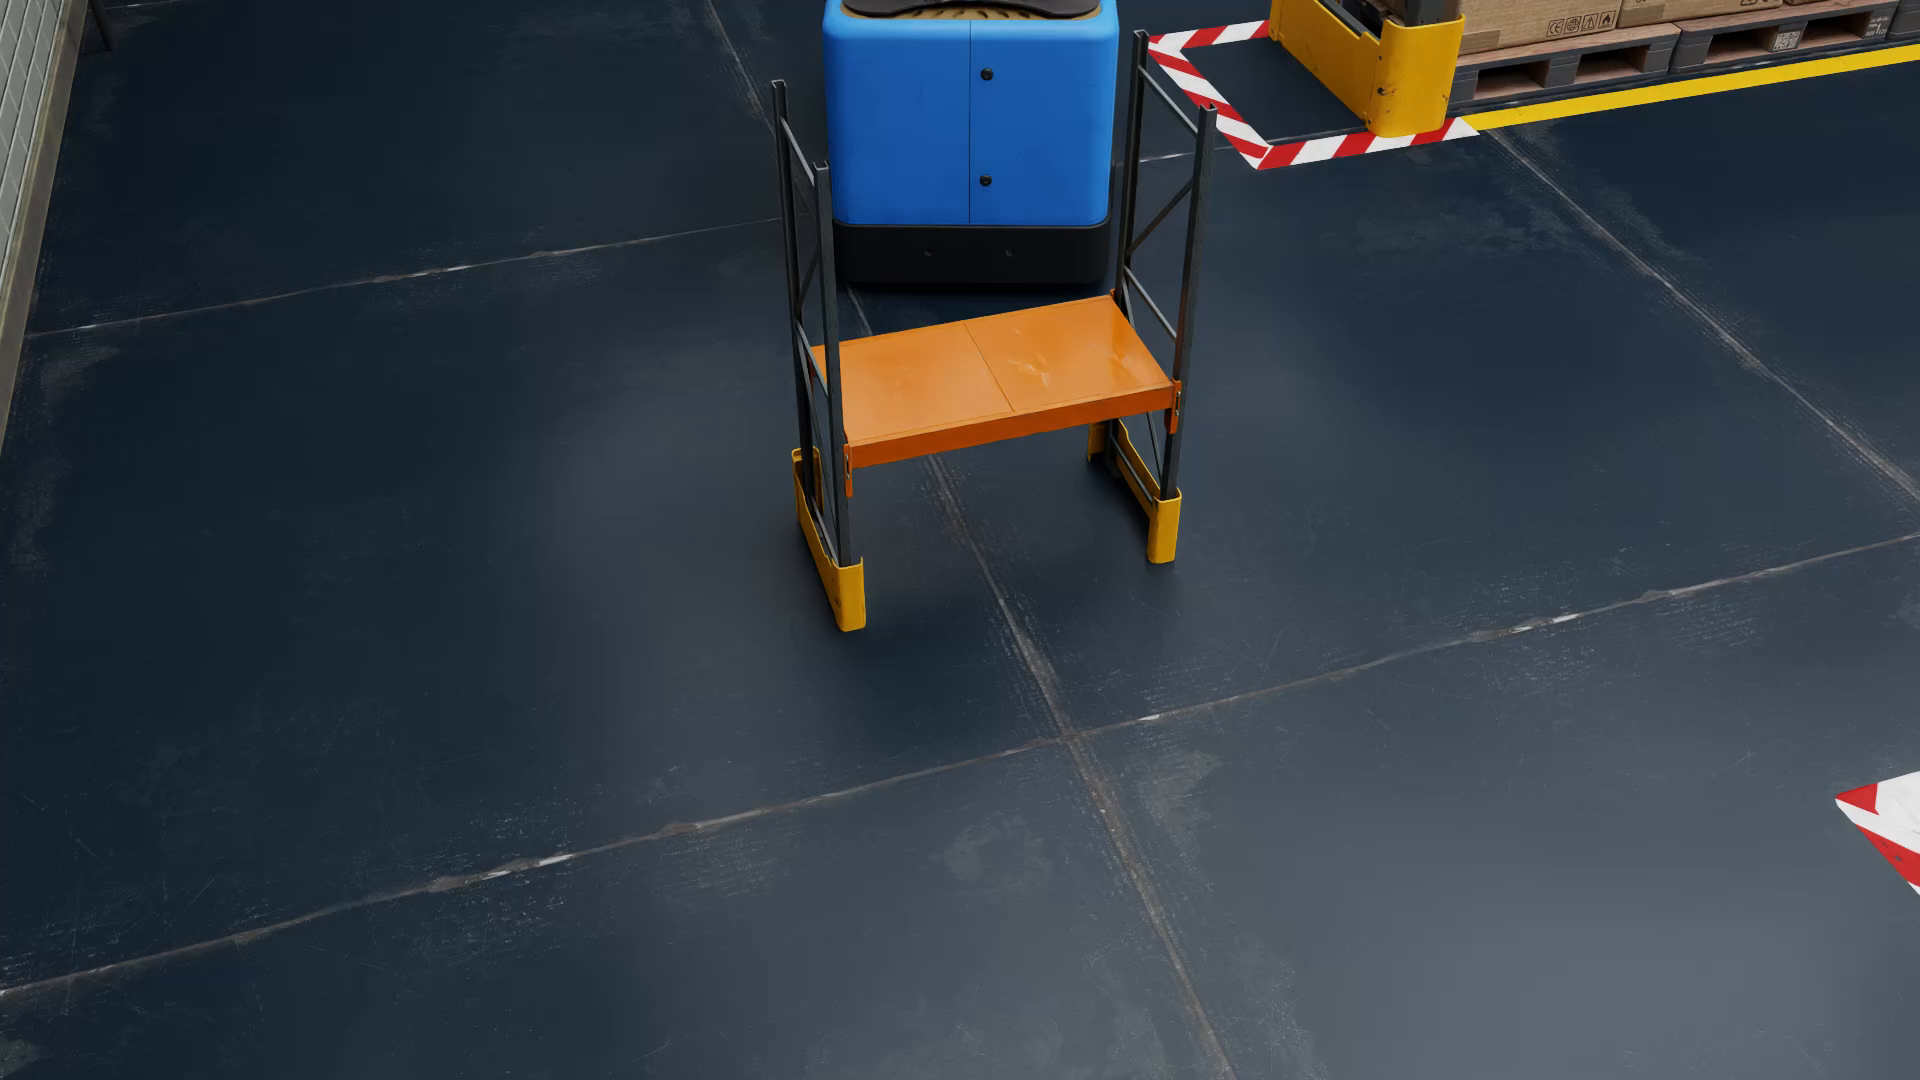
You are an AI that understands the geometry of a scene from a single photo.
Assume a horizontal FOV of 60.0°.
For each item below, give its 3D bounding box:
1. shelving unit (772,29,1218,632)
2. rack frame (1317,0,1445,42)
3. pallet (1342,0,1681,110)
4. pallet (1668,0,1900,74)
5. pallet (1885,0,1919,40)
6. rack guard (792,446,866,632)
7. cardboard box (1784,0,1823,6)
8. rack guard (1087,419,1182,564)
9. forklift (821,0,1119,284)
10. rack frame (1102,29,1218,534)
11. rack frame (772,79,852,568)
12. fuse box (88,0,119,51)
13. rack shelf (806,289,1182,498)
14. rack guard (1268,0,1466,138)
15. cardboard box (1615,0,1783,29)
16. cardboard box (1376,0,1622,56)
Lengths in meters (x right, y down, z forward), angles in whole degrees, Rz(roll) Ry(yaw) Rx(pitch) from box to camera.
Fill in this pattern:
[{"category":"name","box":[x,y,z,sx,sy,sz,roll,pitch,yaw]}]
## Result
[{"category":"shelving unit","box":[0.073,-0.580,4.774,1.083,1.500,0.587,-12,42,-13]},{"category":"rack frame","box":[1.837,-3.278,6.723,0.127,3.000,1.000,-12,42,-13]},{"category":"pallet","box":[2.576,-2.435,7.877,1.213,0.211,1.003,-12,42,-13]},{"category":"pallet","box":[3.737,-2.674,8.150,1.213,0.211,1.003,-12,42,-13]},{"category":"pallet","box":[4.903,-2.918,8.429,1.213,0.211,1.003,-12,42,-13]},{"category":"rack guard","box":[-0.402,-0.011,5.072,0.087,0.250,0.587,-12,42,-13]},{"category":"cardboard box","box":[4.167,-3.028,8.064,0.875,0.438,0.875,-13,43,-14]},{"category":"rack guard","box":[0.548,-0.208,5.298,0.087,0.250,0.587,-12,42,-13]},{"category":"forklift","box":[0.057,-3.010,6.467,1.130,2.935,3.031,1,41,1]},{"category":"rack frame","box":[0.566,-0.682,4.891,0.032,1.500,0.500,-12,42,-13]},{"category":"rack frame","box":[-0.403,-0.481,4.661,0.032,1.500,0.500,-12,42,-13]},{"category":"fuse box","box":[-4.027,-3.011,7.396,0.414,1.711,0.539,-12,42,-13]},{"category":"rack shelf","box":[0.081,-0.446,4.894,1.000,0.185,0.538,-12,42,-13]},{"category":"rack guard","box":[1.814,-2.332,7.540,0.348,0.500,1.175,-12,42,-13]},{"category":"cardboard box","box":[3.306,-2.851,7.862,0.875,0.438,0.875,-11,42,-12]},{"category":"cardboard box","box":[2.436,-2.665,7.649,0.875,0.438,0.875,-13,43,-15]}]
